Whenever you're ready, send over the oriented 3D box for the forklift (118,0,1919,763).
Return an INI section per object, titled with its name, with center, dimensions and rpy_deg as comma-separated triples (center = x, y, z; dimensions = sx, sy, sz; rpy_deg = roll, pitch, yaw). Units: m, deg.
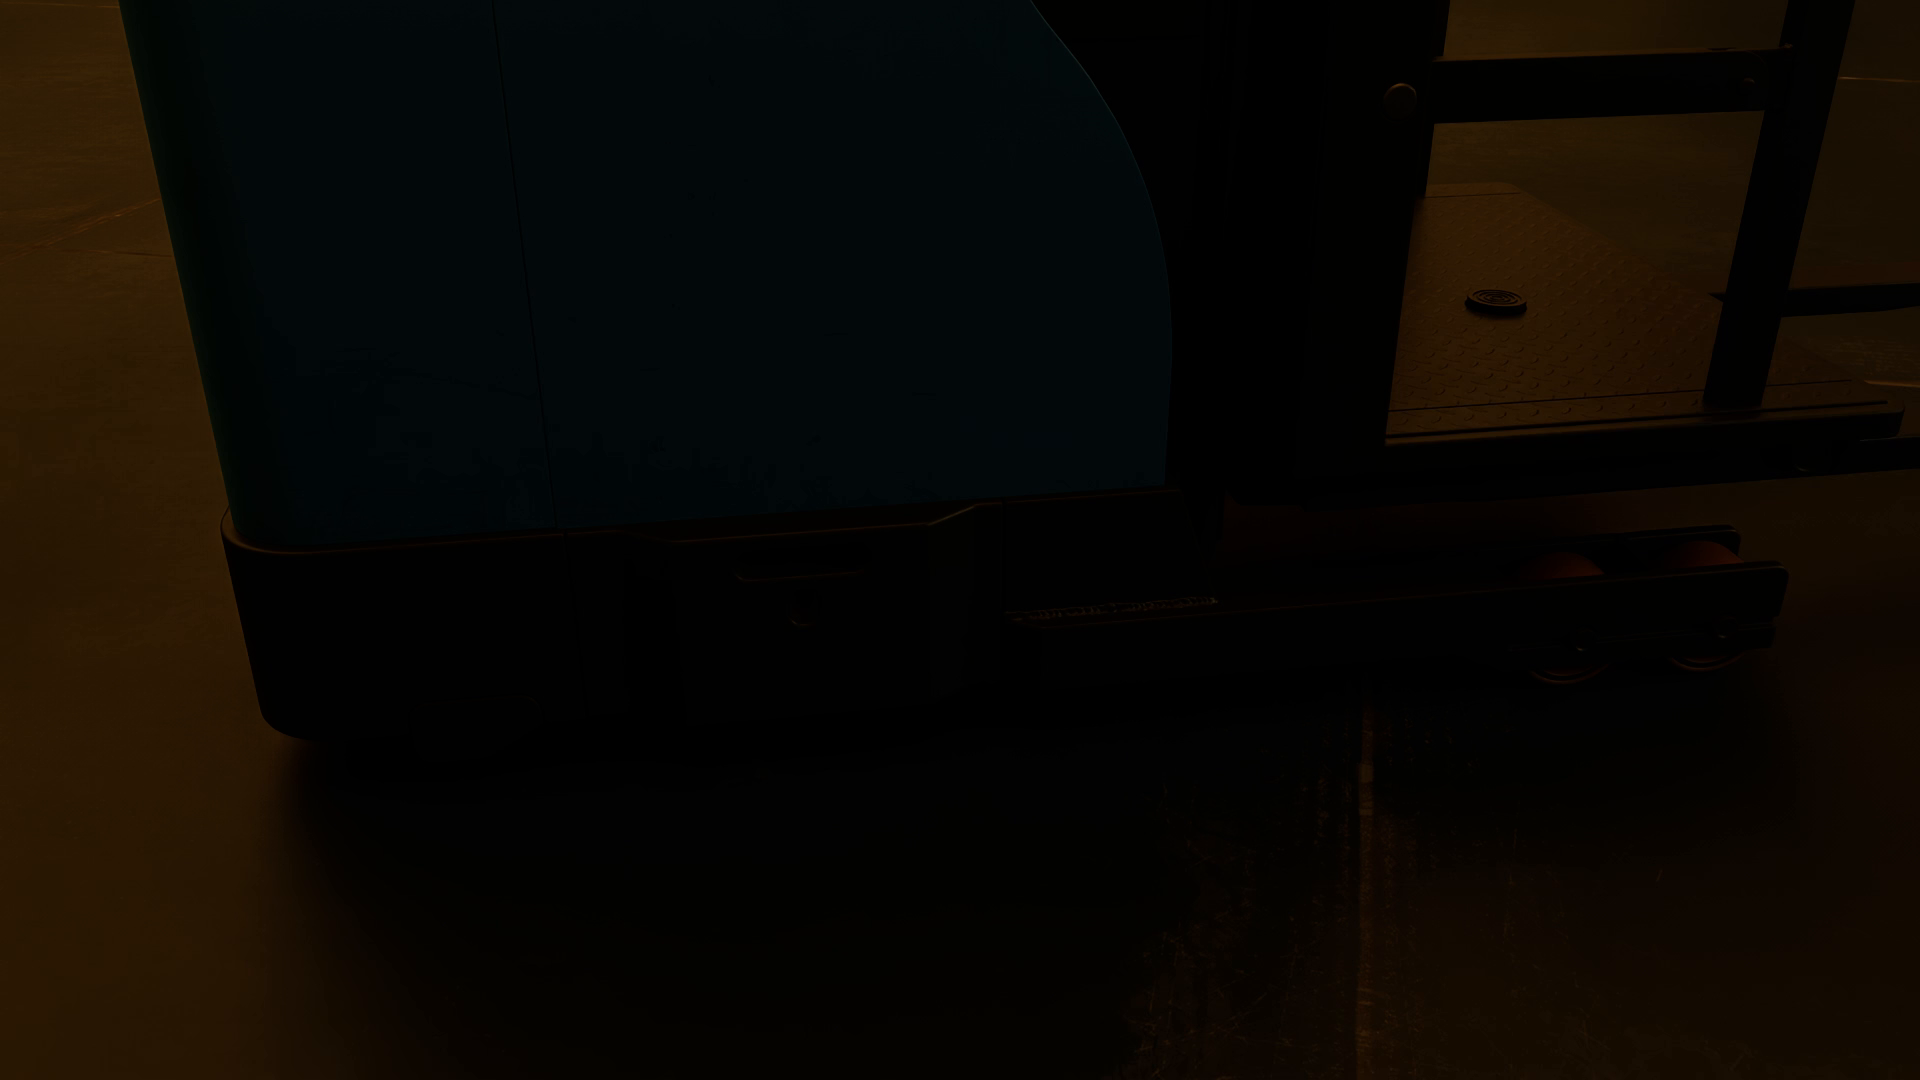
[forklift]
center = 0.600, -1.354, 1.930
dimensions = 3.031, 2.935, 1.130
rpy_deg = -4, 27, -9
